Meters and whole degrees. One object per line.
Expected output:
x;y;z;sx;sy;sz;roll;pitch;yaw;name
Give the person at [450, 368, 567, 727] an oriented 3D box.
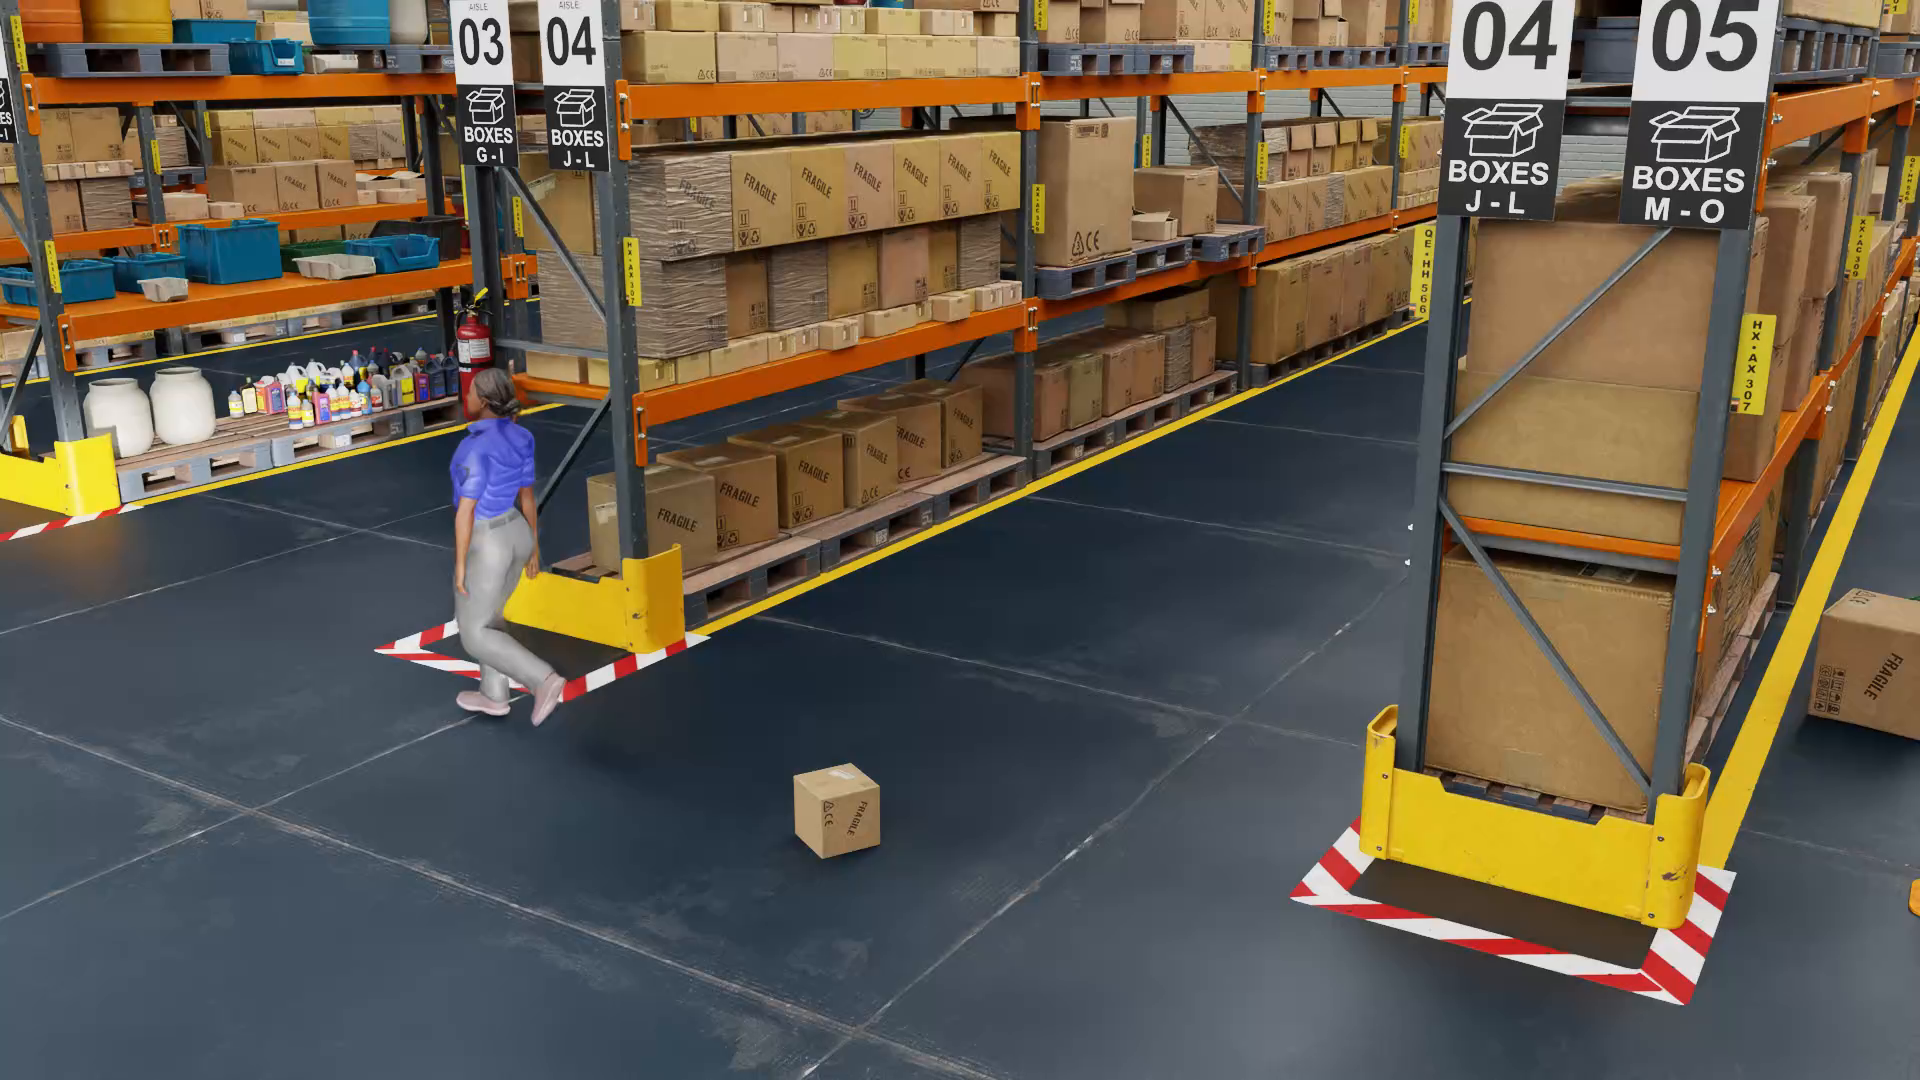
-2.030;0.045;7.346;0.744;1.619;0.461;7;18;22;person
